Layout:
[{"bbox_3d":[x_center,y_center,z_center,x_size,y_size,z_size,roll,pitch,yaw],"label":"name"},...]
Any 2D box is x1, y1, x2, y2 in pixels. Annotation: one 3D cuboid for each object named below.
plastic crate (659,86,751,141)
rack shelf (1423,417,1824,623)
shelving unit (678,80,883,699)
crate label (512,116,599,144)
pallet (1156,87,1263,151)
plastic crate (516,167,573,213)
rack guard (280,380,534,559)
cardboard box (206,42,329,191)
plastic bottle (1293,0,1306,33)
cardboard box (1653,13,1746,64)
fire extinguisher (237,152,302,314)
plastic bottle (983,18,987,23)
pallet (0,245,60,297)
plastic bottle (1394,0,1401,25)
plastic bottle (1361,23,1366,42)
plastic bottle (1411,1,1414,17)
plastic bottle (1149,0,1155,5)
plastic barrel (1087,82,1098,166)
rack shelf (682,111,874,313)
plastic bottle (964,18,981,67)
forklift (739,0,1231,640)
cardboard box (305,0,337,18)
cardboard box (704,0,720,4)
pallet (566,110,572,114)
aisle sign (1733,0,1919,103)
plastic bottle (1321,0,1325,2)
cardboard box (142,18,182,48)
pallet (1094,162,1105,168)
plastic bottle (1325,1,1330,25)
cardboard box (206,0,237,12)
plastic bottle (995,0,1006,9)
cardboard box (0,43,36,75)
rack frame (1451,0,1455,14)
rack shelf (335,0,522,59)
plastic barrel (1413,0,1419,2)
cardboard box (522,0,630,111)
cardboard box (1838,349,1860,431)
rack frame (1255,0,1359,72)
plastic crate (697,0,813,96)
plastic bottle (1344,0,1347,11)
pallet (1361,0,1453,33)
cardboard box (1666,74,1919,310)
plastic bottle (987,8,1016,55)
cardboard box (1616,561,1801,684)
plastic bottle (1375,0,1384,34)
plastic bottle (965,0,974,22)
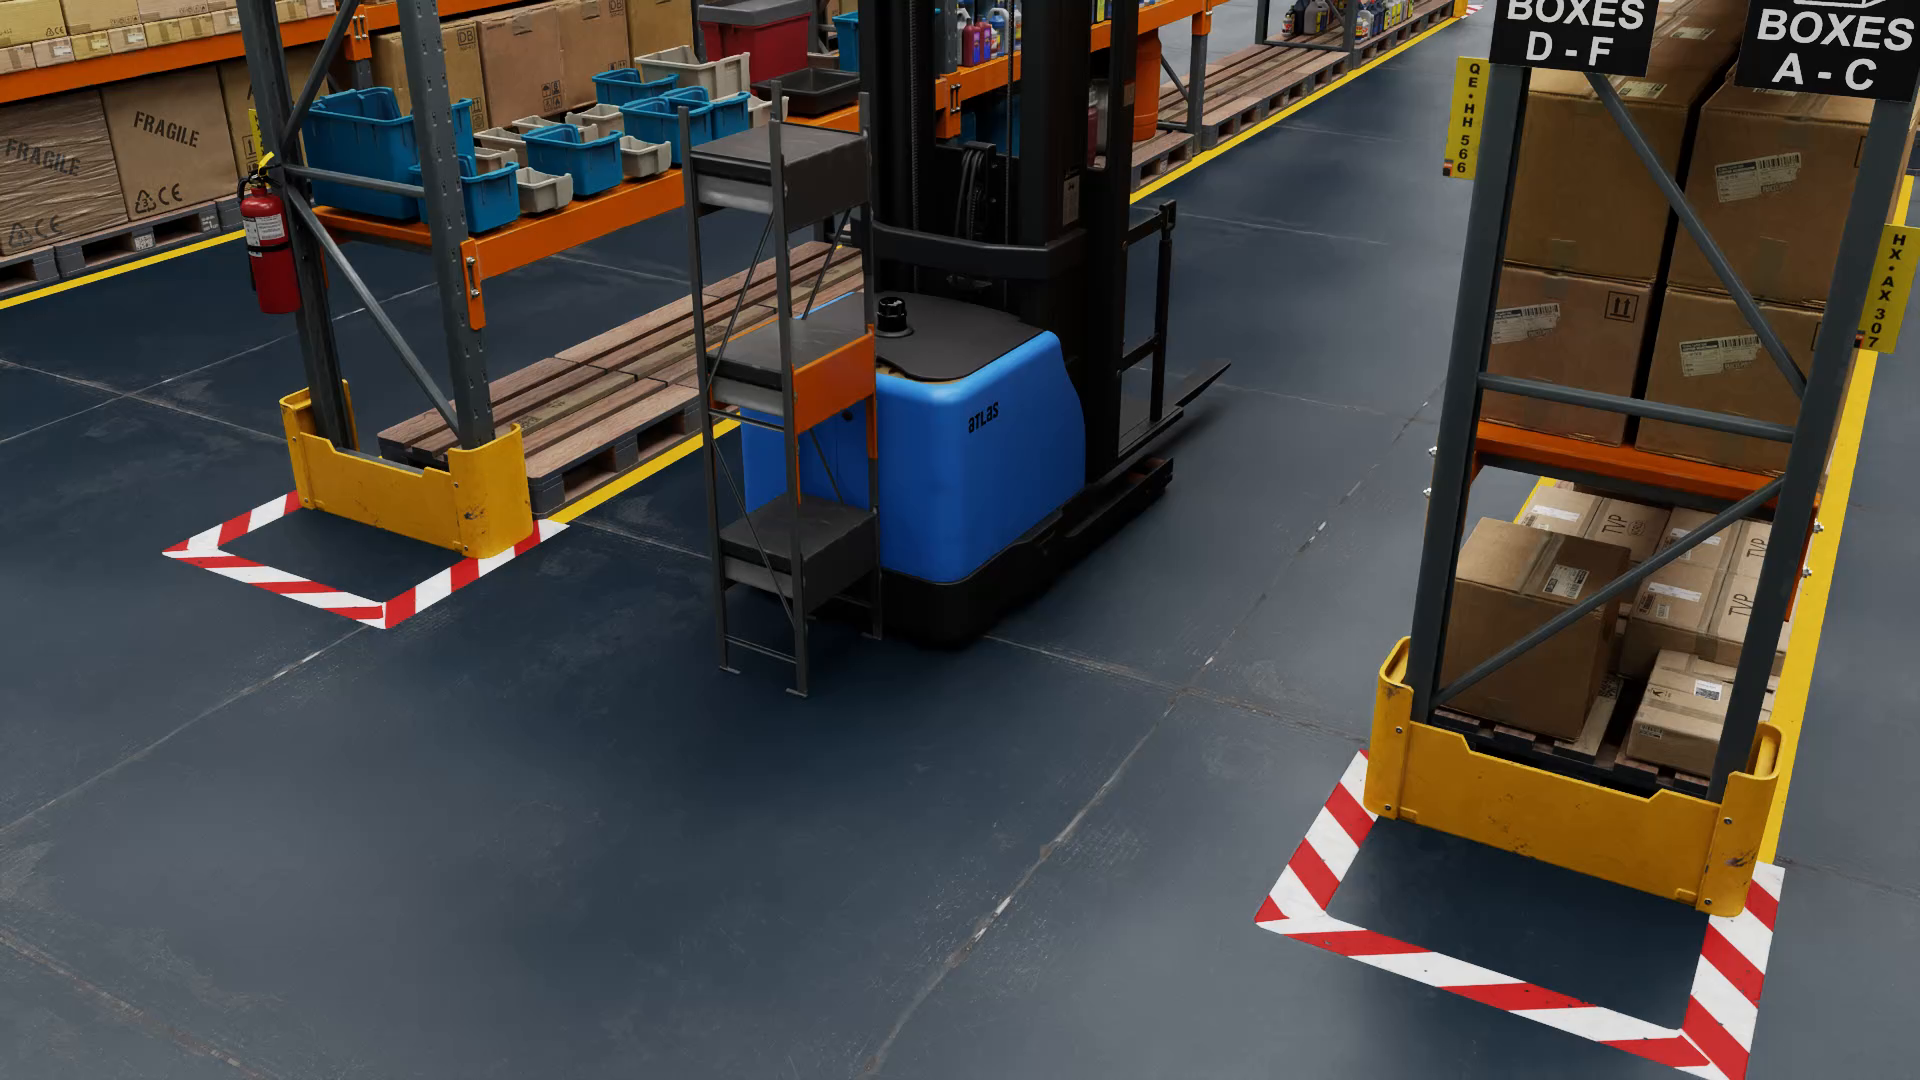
[{"bbox_3d":[-1.241,-2.062,8.138,0.416,0.233,0.300,14,30,26],"label":"plastic crate"},{"bbox_3d":[2.850,-0.822,6.344,1.077,0.370,4.000,14,30,26],"label":"rack shelf"},{"bbox_3d":[-0.604,-0.499,5.901,0.431,2.100,0.503,15,30,28],"label":"shelving unit"},{"bbox_3d":[-1.930,-1.946,8.015,0.396,0.136,0.243,14,30,26],"label":"crate label"},{"bbox_3d":[1.906,-3.620,14.247,1.003,0.211,1.213,14,30,26],"label":"pallet"},{"bbox_3d":[-1.806,-1.496,7.114,0.250,0.136,0.298,14,30,26],"label":"plastic crate"},{"bbox_3d":[-2.445,-0.326,7.343,1.175,0.500,0.348,14,30,26],"label":"rack guard"},{"bbox_3d":[-5.183,-3.104,12.004,0.875,0.875,0.875,14,30,26],"label":"cardboard box"},{"bbox_3d":[3.525,-5.459,17.273,0.144,0.351,0.185,13,30,25],"label":"plastic bottle"},{"bbox_3d":[2.345,-1.490,5.647,0.500,0.500,0.500,15,30,27],"label":"cardboard box"},{"bbox_3d":[-2.914,-1.296,6.991,0.296,0.674,0.183,14,30,26],"label":"fire extinguisher"},{"bbox_3d":[0.145,-3.186,10.485,0.097,0.201,0.097,0,27,0],"label":"plastic bottle"},{"bbox_3d":[-6.431,-1.629,10.268,1.003,0.211,1.213,14,30,26],"label":"pallet"},{"bbox_3d":[4.611,-5.680,17.713,0.144,0.351,0.185,16,31,28],"label":"plastic bottle"},{"bbox_3d":[4.047,-5.145,16.813,0.097,0.201,0.097,0,27,0],"label":"plastic bottle"},{"bbox_3d":[4.905,-5.825,18.170,0.097,0.201,0.097,0,27,0],"label":"plastic bottle"},{"bbox_3d":[1.382,-4.058,12.149,0.097,0.271,0.097,0,27,0],"label":"plastic bottle"},{"bbox_3d":[0.710,-3.049,12.214,0.600,0.588,0.708,14,30,26],"label":"plastic barrel"},{"bbox_3d":[-0.604,-1.113,5.594,0.431,0.518,0.480,15,30,28],"label":"rack shelf"},{"bbox_3d":[0.075,-3.012,10.046,0.061,0.283,0.133,14,30,26],"label":"plastic bottle"},{"bbox_3d":[0.327,-1.548,7.067,1.130,2.935,3.031,15,30,28],"label":"forklift"},{"bbox_3d":[-4.654,-3.802,11.776,0.380,0.149,0.250,14,30,26],"label":"cardboard box"},{"bbox_3d":[-2.517,-5.347,16.043,0.500,0.250,0.500,16,31,28],"label":"cardboard box"},{"bbox_3d":[-3.274,-4.127,15.259,1.003,0.211,1.213,14,30,26],"label":"pallet"},{"bbox_3d":[2.089,-1.435,3.862,0.394,0.787,0.004,14,30,26],"label":"aisle sign"},{"bbox_3d":[3.862,-5.689,17.815,0.152,0.276,0.135,15,30,27],"label":"plastic bottle"},{"bbox_3d":[-5.285,-3.302,10.775,0.380,0.149,0.250,14,30,25],"label":"cardboard box"},{"bbox_3d":[0.539,-2.537,12.082,1.003,0.211,1.213,14,30,26],"label":"pallet"},{"bbox_3d":[3.880,-5.617,17.664,0.061,0.283,0.133,14,30,26],"label":"plastic bottle"},{"bbox_3d":[-5.030,-3.740,11.205,0.500,0.250,0.500,15,30,28],"label":"cardboard box"},{"bbox_3d":[0.233,-3.853,11.650,0.144,0.351,0.185,14,30,26],"label":"plastic bottle"},{"bbox_3d":[-5.791,-2.901,9.975,0.380,0.149,0.250,14,30,25],"label":"cardboard box"},{"bbox_3d":[5.427,-7.692,19.265,1.000,3.000,0.127,14,30,26],"label":"rack frame"},{"bbox_3d":[-3.805,-4.564,13.819,1.077,0.370,4.000,14,30,26],"label":"rack shelf"},{"bbox_3d":[5.170,-6.494,19.181,0.421,0.512,0.421,0,27,0],"label":"plastic barrel"},{"bbox_3d":[-3.624,-4.292,14.378,1.225,0.875,0.875,14,30,26],"label":"cardboard box"},{"bbox_3d":[3.801,-0.717,7.633,0.500,0.500,0.500,14,30,26],"label":"cardboard box"},{"bbox_3d":[3.459,-6.133,16.150,1.000,3.000,0.127,14,30,26],"label":"rack frame"},{"bbox_3d":[-1.134,-2.778,9.310,0.402,0.464,0.583,14,30,26],"label":"plastic crate"},{"bbox_3d":[4.264,-6.030,18.502,0.097,0.271,0.097,0,27,0],"label":"plastic bottle"},{"bbox_3d":[5.026,-6.089,19.179,1.003,0.211,1.213,14,30,26],"label":"pallet"},{"bbox_3d":[2.314,-0.971,4.609,0.500,0.500,0.500,15,30,28],"label":"cardboard box"},{"bbox_3d":[0.263,-3.199,10.428,0.152,0.276,0.135,14,30,26],"label":"plastic bottle"},{"bbox_3d":[2.627,0.325,5.831,0.500,0.250,0.500,14,30,26],"label":"cardboard box"},{"bbox_3d":[4.310,-5.442,17.238,0.144,0.351,0.185,13,29,24],"label":"plastic bottle"},{"bbox_3d":[0.048,-3.553,11.141,0.097,0.271,0.097,0,27,0],"label":"plastic bottle"}]
